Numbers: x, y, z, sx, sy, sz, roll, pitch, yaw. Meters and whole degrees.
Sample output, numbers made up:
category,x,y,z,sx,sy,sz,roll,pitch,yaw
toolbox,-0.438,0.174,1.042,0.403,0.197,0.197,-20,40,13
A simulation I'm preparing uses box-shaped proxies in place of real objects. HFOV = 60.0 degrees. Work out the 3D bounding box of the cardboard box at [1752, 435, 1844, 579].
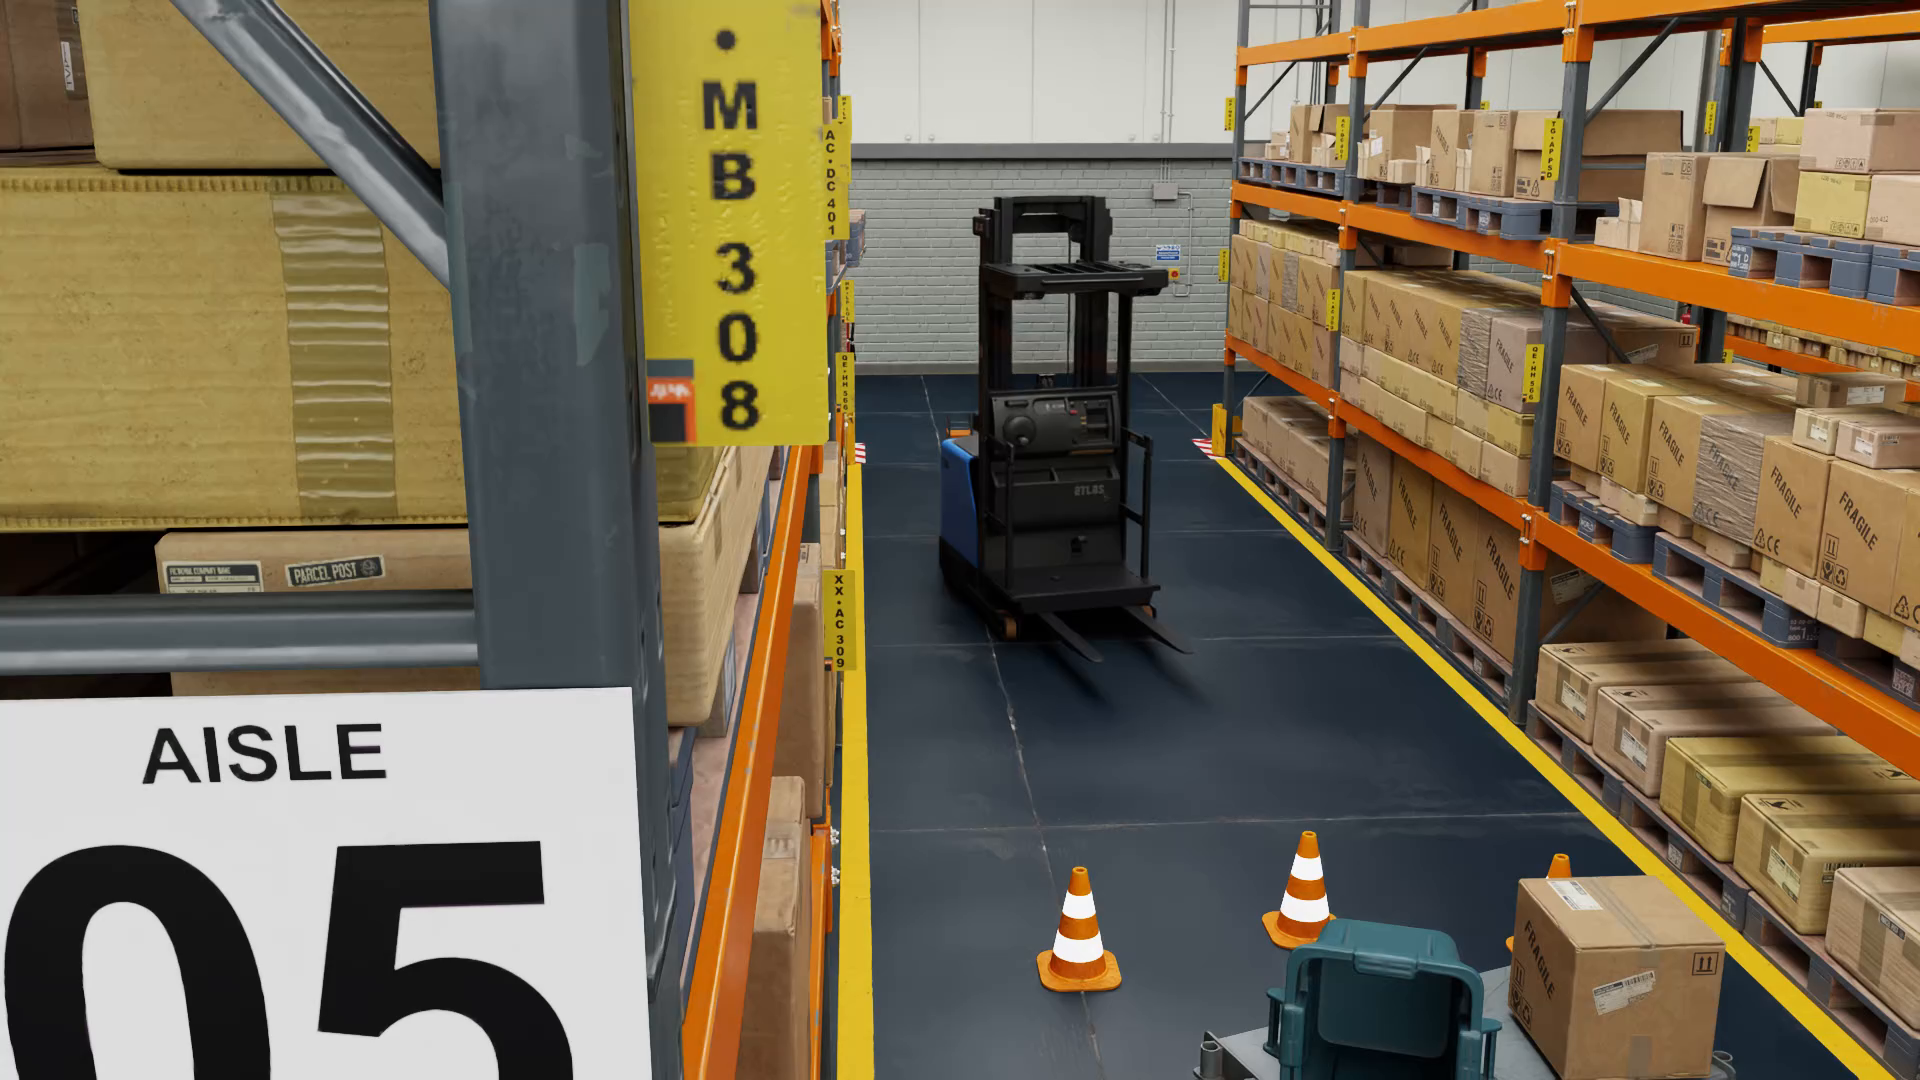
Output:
category,x,y,z,sx,sy,sz,roll,pitch,yaw
cardboard box,3.693,-0.145,6.929,0.500,0.500,0.500,0,14,-2

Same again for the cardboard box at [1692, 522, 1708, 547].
category,x,y,z,sx,sy,sz,roll,pitch,yaw
cardboard box,3.696,-0.042,7.831,0.380,0.149,0.250,0,14,-1

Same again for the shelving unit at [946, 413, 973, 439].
category,x,y,z,sx,sy,sz,roll,pitch,yaw
shelving unit,-0.003,-0.522,13.947,0.215,1.050,0.252,-1,14,-3

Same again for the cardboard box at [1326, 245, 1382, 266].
category,x,y,z,sx,sy,sz,roll,pitch,yaw
cardboard box,3.176,-2.294,13.413,0.380,0.149,0.250,-1,14,-5

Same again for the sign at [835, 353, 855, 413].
category,x,y,z,sx,sy,sz,roll,pitch,yaw
sign,-0.620,-0.849,8.984,0.100,0.325,0.005,-1,14,-3

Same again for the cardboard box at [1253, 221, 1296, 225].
category,x,y,z,sx,sy,sz,roll,pitch,yaw
cardboard box,3.098,-3.060,16.392,0.380,0.149,0.250,-1,14,-2

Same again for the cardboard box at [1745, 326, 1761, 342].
category,x,y,z,sx,sy,sz,roll,pitch,yaw
cardboard box,8.033,-2.049,16.474,0.380,0.149,0.250,0,14,-2

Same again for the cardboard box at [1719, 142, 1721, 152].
category,x,y,z,sx,sy,sz,roll,pitch,yaw
cardboard box,7.974,-3.857,16.683,0.500,0.250,0.500,-1,14,-4

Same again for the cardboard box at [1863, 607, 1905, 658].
category,x,y,z,sx,sy,sz,roll,pitch,yaw
cardboard box,3.702,0.343,6.335,0.380,0.149,0.250,-1,14,-5

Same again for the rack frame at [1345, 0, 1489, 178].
category,x,y,z,sx,sy,sz,roll,pitch,yaw
rack frame,3.513,-4.281,12.605,1.000,3.000,0.127,-1,14,-3

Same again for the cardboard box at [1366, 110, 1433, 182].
category,x,y,z,sx,sy,sz,roll,pitch,yaw
cardboard box,3.278,-2.856,12.045,0.500,0.500,0.500,-1,14,-4

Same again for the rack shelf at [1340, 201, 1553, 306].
category,x,y,z,sx,sy,sz,roll,pitch,yaw
rack shelf,3.637,-1.982,11.135,1.077,0.370,4.000,-1,14,-3

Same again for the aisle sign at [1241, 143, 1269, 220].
category,x,y,z,sx,sy,sz,roll,pitch,yaw
aisle sign,2.971,-3.643,16.947,0.394,0.787,0.004,-1,14,-3

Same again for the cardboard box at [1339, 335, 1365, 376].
category,x,y,z,sx,sy,sz,roll,pitch,yaw
cardboard box,3.259,-1.431,12.867,0.500,0.250,0.500,-1,14,-5

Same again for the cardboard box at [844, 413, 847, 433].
category,x,y,z,sx,sy,sz,roll,pitch,yaw
cardboard box,-1.282,-1.126,16.067,0.380,0.149,0.250,-1,14,-5

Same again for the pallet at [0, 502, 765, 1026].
category,x,y,z,sx,sy,sz,roll,pitch,yaw
pallet,-0.734,0.116,1.712,1.003,0.211,1.213,-1,14,-3

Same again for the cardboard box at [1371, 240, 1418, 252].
category,x,y,z,sx,sy,sz,roll,pitch,yaw
cardboard box,3.662,-2.431,13.947,0.380,0.149,0.250,-1,14,-4

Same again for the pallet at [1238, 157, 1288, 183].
category,x,y,z,sx,sy,sz,roll,pitch,yaw
pallet,3.321,-3.596,16.140,1.003,0.211,1.213,-1,14,-3

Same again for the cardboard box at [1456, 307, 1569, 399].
category,x,y,z,sx,sy,sz,roll,pitch,yaw
cardboard box,3.428,-1.165,10.328,0.500,0.500,0.500,-1,14,-2

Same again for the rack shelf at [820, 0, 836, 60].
category,x,y,z,sx,sy,sz,roll,pitch,yaw
rack shelf,-1.050,-2.145,6.550,1.077,0.370,4.000,-1,14,-3

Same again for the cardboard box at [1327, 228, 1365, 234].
category,x,y,z,sx,sy,sz,roll,pitch,yaw
cardboard box,3.621,-2.814,15.436,0.380,0.149,0.250,-1,14,-2

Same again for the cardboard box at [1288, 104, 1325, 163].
category,x,y,z,sx,sy,sz,roll,pitch,yaw
cardboard box,3.240,-3.619,14.810,0.500,0.500,0.500,-1,14,-2

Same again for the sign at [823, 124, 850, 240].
category,x,y,z,sx,sy,sz,roll,pitch,yaw
sign,-0.372,-1.035,4.812,0.100,0.325,0.005,-1,14,-3

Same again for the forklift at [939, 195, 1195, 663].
category,x,y,z,sx,sy,sz,roll,pitch,yaw
forklift,0.733,-0.840,11.411,1.130,2.935,3.031,-4,15,-15

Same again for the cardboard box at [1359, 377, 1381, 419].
category,x,y,z,sx,sy,sz,roll,pitch,yaw
cardboard box,3.310,-1.061,12.430,0.500,0.250,0.500,-1,14,-5

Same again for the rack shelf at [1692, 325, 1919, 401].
category,x,y,z,sx,sy,sz,roll,pitch,yaw
rack shelf,8.343,-1.602,15.677,1.077,0.370,4.000,-1,14,-3

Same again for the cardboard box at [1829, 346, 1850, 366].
category,x,y,z,sx,sy,sz,roll,pitch,yaw
cardboard box,8.084,-1.664,14.979,0.380,0.149,0.250,-1,14,-4

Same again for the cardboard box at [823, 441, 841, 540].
category,x,y,z,sx,sy,sz,roll,pitch,yaw
cardboard box,-0.878,-0.220,8.660,0.500,0.500,0.500,-1,14,-3

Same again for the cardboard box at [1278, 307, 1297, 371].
category,x,y,z,sx,sy,sz,roll,pitch,yaw
cardboard box,3.146,-1.788,14.755,0.500,0.500,0.500,-1,14,-4

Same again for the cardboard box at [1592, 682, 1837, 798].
category,x,y,z,sx,sy,sz,roll,pitch,yaw
cardboard box,3.839,1.013,8.502,0.950,0.372,0.625,-1,14,-5

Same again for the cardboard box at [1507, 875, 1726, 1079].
category,x,y,z,sx,sy,sz,roll,pitch,yaw
cardboard box,2.234,1.493,5.701,0.500,0.500,0.500,-1,14,-3

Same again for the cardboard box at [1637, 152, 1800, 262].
category,x,y,z,sx,sy,sz,roll,pitch,yaw
cardboard box,3.809,-1.646,8.183,0.700,0.500,0.500,-1,14,-3

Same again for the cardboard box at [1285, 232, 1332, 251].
category,x,y,z,sx,sy,sz,roll,pitch,yaw
cardboard box,3.130,-2.674,14.889,0.380,0.149,0.250,-1,14,-3

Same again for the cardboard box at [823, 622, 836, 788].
category,x,y,z,sx,sy,sz,roll,pitch,yaw
cardboard box,-0.690,0.532,5.737,0.500,0.500,0.500,-1,14,-3

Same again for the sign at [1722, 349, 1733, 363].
category,x,y,z,sx,sy,sz,roll,pitch,yaw
sign,4.302,-0.914,9.393,0.100,0.325,0.005,-1,14,-3

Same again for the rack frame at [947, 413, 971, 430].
category,x,y,z,sx,sy,sz,roll,pitch,yaw
rack frame,-0.011,-0.552,14.065,0.200,1.050,0.008,-1,14,-3

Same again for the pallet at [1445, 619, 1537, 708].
category,x,y,z,sx,sy,sz,roll,pitch,yaw
pallet,3.787,0.773,10.600,1.003,0.211,1.213,-1,14,-3

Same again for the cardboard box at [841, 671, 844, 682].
category,x,y,z,sx,sy,sz,roll,pitch,yaw
cardboard box,-0.963,0.548,10.050,0.500,0.500,0.500,-2,15,-6

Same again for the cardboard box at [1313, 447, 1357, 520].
category,x,y,z,sx,sy,sz,roll,pitch,yaw
cardboard box,3.581,-0.496,14.233,0.875,0.438,0.875,-1,14,-4

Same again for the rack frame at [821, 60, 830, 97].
category,x,y,z,sx,sy,sz,roll,pitch,yaw
rack frame,-1.174,-3.184,8.344,1.000,3.000,0.127,-1,14,-3

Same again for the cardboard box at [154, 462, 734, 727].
category,x,y,z,sx,sy,sz,roll,pitch,yaw
cardboard box,-0.379,0.037,1.302,0.380,0.149,0.250,-1,14,-3

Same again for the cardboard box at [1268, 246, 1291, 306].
category,x,y,z,sx,sy,sz,roll,pitch,yaw
cardboard box,3.121,-2.399,15.122,0.500,0.500,0.500,-1,14,-3

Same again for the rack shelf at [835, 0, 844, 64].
category,x,y,z,sx,sy,sz,roll,pitch,yaw
rack shelf,-1.545,-4.327,14.233,1.077,0.370,4.000,-1,14,-3

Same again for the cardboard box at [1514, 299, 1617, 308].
category,x,y,z,sx,sy,sz,roll,pitch,yaw
cardboard box,3.917,-1.292,10.820,0.500,0.500,0.500,0,14,-2

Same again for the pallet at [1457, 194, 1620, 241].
category,x,y,z,sx,sy,sz,roll,pitch,yaw
pallet,3.668,-1.901,9.755,1.213,0.211,1.003,0,14,-1

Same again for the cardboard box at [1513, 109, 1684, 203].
category,x,y,z,sx,sy,sz,roll,pitch,yaw
cardboard box,3.587,-2.178,9.402,0.797,0.503,0.637,-2,15,-7

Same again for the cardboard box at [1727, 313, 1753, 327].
category,x,y,z,sx,sy,sz,roll,pitch,yaw
cardboard box,8.010,-2.277,16.560,0.500,0.250,0.500,-1,14,-3

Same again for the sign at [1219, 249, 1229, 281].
category,x,y,z,sx,sy,sz,roll,pitch,yaw
sign,2.711,-2.821,17.074,0.100,0.325,0.005,-1,14,-3

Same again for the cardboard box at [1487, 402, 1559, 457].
category,x,y,z,sx,sy,sz,roll,pitch,yaw
cardboard box,3.477,-0.667,9.895,0.500,0.250,0.500,-1,14,-4

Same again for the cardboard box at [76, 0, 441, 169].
category,x,y,z,sx,sy,sz,roll,pitch,yaw
cardboard box,-0.381,-0.346,1.194,0.380,0.149,0.250,-1,14,-3

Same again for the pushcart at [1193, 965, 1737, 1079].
category,x,y,z,sx,sy,sz,roll,pitch,yaw
pushcart,1.736,1.932,5.761,1.648,0.377,0.936,-6,16,-23

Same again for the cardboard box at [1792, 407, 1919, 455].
category,x,y,z,sx,sy,sz,roll,pitch,yaw
cardboard box,3.658,-0.446,6.799,0.380,0.149,0.250,-2,15,-6
